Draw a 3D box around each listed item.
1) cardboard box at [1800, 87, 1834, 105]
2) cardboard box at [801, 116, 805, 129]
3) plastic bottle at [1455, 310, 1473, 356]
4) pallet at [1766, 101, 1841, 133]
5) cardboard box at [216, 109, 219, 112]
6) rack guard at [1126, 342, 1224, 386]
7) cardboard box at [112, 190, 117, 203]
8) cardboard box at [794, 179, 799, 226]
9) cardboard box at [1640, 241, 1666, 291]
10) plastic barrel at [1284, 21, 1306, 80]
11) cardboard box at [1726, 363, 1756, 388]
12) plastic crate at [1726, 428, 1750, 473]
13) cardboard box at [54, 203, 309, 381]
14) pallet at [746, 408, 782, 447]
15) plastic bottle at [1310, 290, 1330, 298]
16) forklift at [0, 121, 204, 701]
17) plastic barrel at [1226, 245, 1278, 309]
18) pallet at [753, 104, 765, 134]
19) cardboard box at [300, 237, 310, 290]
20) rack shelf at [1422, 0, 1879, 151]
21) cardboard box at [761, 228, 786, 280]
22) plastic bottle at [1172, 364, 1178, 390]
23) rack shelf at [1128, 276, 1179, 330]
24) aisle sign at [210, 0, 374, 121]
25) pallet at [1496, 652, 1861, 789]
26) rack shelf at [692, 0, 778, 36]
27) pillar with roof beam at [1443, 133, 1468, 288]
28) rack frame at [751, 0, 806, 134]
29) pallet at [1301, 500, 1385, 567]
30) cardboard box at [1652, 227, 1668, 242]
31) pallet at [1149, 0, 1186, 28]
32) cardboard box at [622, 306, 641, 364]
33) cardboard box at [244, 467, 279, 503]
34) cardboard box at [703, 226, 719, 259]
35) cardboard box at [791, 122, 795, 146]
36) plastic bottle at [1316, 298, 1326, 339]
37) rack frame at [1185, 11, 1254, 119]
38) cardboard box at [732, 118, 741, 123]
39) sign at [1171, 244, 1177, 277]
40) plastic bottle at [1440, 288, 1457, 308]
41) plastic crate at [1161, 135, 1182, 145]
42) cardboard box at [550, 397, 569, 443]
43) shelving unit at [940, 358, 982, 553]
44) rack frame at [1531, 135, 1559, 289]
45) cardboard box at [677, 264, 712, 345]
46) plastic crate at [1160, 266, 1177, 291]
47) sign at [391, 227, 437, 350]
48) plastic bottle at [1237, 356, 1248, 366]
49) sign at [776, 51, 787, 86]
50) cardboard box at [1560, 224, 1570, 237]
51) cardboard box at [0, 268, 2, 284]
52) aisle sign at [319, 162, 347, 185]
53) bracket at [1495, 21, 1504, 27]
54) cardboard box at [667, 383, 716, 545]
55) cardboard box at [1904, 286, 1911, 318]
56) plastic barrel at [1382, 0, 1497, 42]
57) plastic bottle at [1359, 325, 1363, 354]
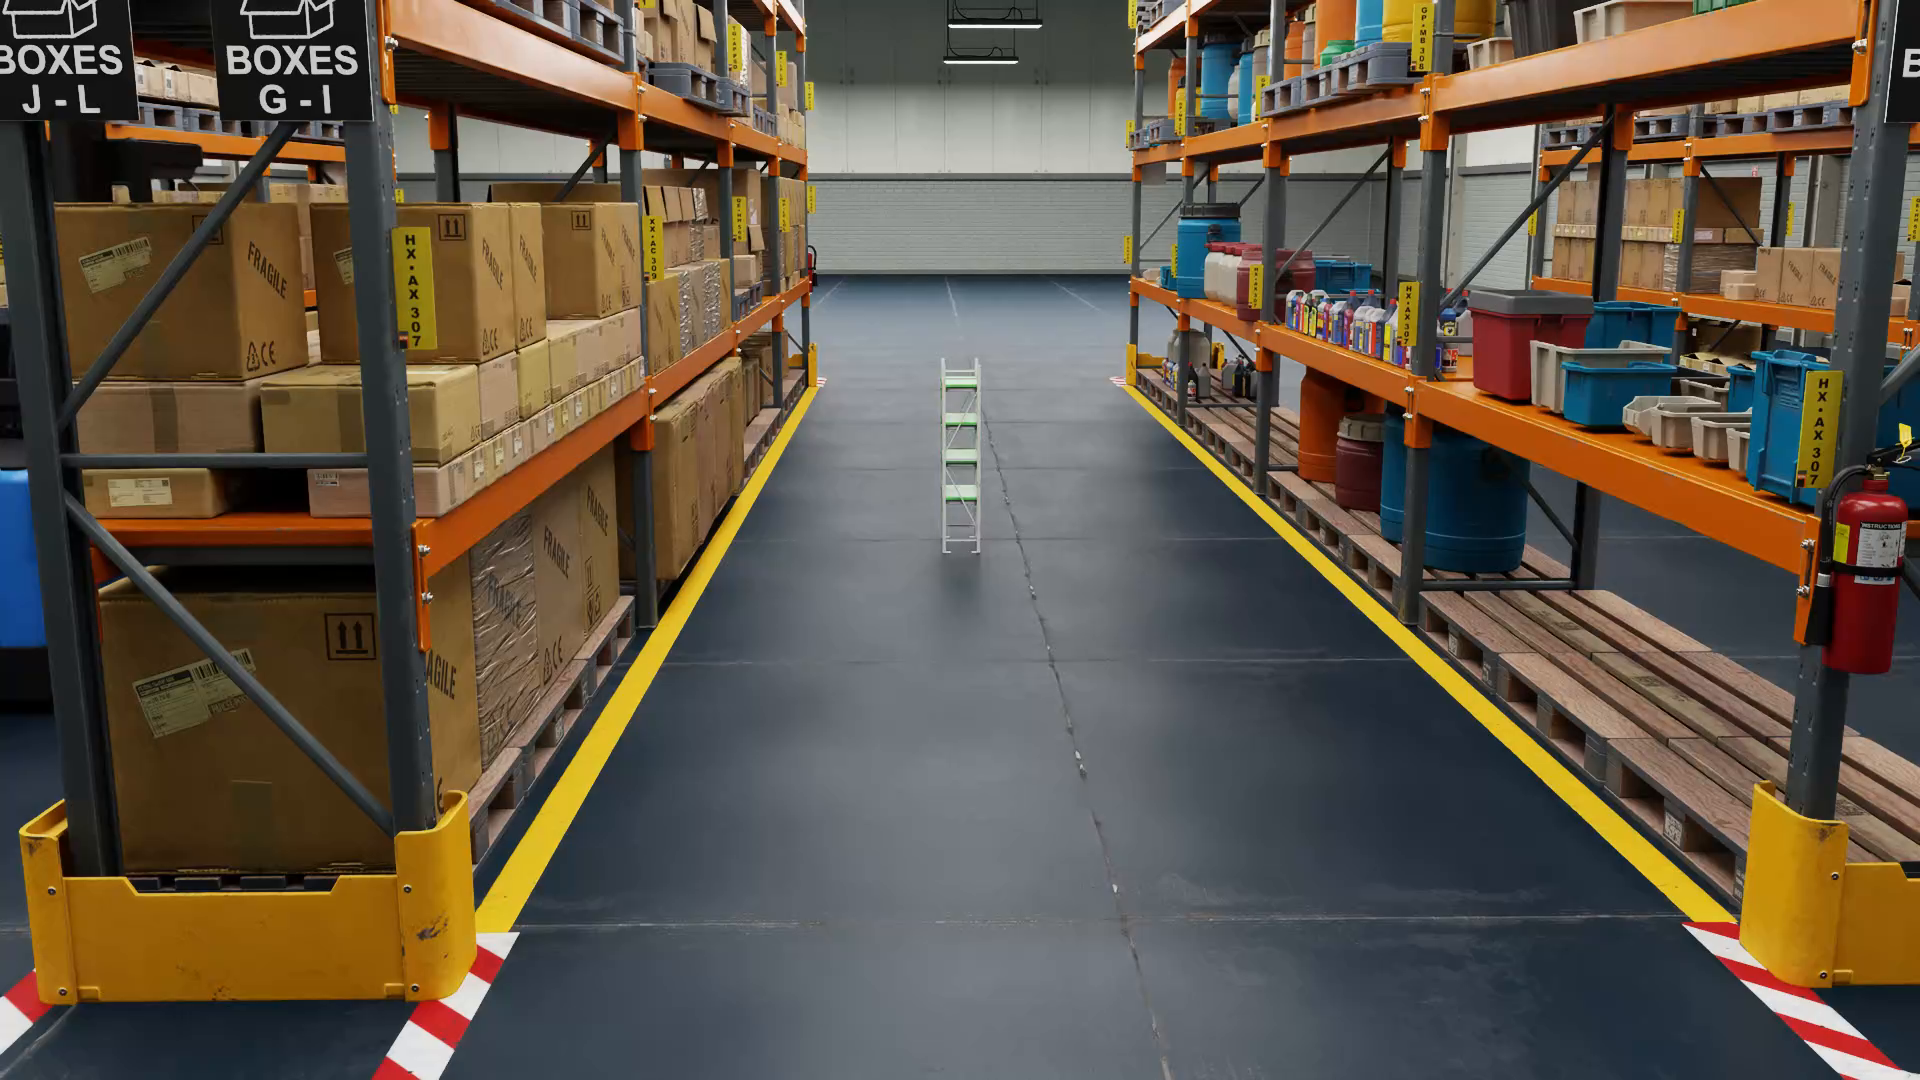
[{"bbox_3d":[7.615,-3.858,14.309,0.500,0.250,0.500,-1,12,-6],"label":"cardboard box"},{"bbox_3d":[-2.033,-4.929,19.642,0.380,0.149,0.250,0,11,-1],"label":"cardboard box"},{"bbox_3d":[3.050,-1.242,9.951,0.152,0.276,0.135,0,11,-1],"label":"plastic bottle"},{"bbox_3d":[7.590,-3.575,14.069,1.003,0.211,1.213,0,11,1],"label":"pallet"},{"bbox_3d":[-7.561,-4.319,16.582,0.380,0.149,0.250,0,11,0],"label":"cardboard box"},{"bbox_3d":[2.650,-2.172,20.506,1.175,0.500,0.348,0,11,-1],"label":"rack guard"},{"bbox_3d":[-7.157,-2.530,13.217,0.700,0.500,0.500,0,11,-2],"label":"cardboard box"},{"bbox_3d":[-2.068,-3.769,18.578,0.500,0.500,0.500,0,11,-1],"label":"cardboard box"},{"bbox_3d":[7.604,-2.878,17.450,0.700,0.500,0.500,0,11,-2],"label":"cardboard box"},{"bbox_3d":[2.953,-3.796,13.601,0.600,0.830,0.708,0,11,-1],"label":"plastic barrel"},{"bbox_3d":[7.413,-1.484,15.277,0.500,0.311,0.500,-1,11,-3],"label":"cardboard box"},{"bbox_3d":[2.734,-0.293,5.469,0.396,0.136,0.243,0,11,-1],"label":"plastic crate"},{"bbox_3d":[-2.293,-0.746,4.936,0.500,0.500,0.500,0,11,0],"label":"cardboard box"},{"bbox_3d":[-2.250,-1.075,15.826,1.003,0.211,1.213,0,11,-1],"label":"pallet"},{"bbox_3d":[2.605,-1.674,12.077,0.152,0.276,0.135,0,11,-1],"label":"plastic bottle"},{"bbox_3d":[-4.481,-0.964,8.440,1.130,2.935,3.031,0,11,-2],"label":"forklift"},{"bbox_3d":[2.509,-2.260,14.314,0.433,0.535,0.433,0,11,0],"label":"plastic barrel"},{"bbox_3d":[-2.337,-3.645,14.409,1.213,0.211,1.003,0,11,-1],"label":"pallet"},{"bbox_3d":[-7.282,-2.852,17.195,0.875,0.550,0.550,0,11,-1],"label":"cardboard box"},{"bbox_3d":[2.891,-1.746,6.387,1.077,0.370,4.000,0,11,-1],"label":"rack shelf"},{"bbox_3d":[-2.215,-2.881,16.714,0.875,0.500,0.500,0,11,-1],"label":"cardboard box"},{"bbox_3d":[2.373,-1.759,17.928,0.152,0.276,0.135,0,11,0],"label":"plastic bottle"},{"bbox_3d":[2.643,-2.661,18.443,1.077,0.370,4.000,0,11,-1],"label":"rack shelf"},{"bbox_3d":[-1.718,-1.472,4.231,0.394,0.787,0.004,0,11,-1],"label":"aisle sign"},{"bbox_3d":[2.932,0.729,6.932,1.003,0.211,1.213,0,11,-1],"label":"pallet"},{"bbox_3d":[-2.226,-4.590,13.867,1.077,0.370,4.000,0,11,-1],"label":"rack shelf"},{"bbox_3d":[8.586,-11.010,42.696,9.100,9.000,0.548,0,11,-1],"label":"pillar with roof beam"},{"bbox_3d":[-2.350,-6.331,19.634,1.000,3.000,0.127,0,11,-1],"label":"rack frame"},{"bbox_3d":[2.847,-0.056,10.806,1.003,0.211,1.213,0,11,-1],"label":"pallet"},{"bbox_3d":[7.406,-3.157,17.195,0.380,0.149,0.250,-1,11,-3],"label":"cardboard box"},{"bbox_3d":[2.611,-5.675,17.879,1.003,0.211,1.213,0,11,-1],"label":"pallet"},{"bbox_3d":[-1.831,-0.991,8.031,0.500,0.250,0.500,0,11,-2],"label":"cardboard box"},{"bbox_3d":[-2.363,-0.209,5.175,0.380,0.149,0.250,0,11,-1],"label":"cardboard box"},{"bbox_3d":[-2.348,-2.274,13.414,0.700,0.500,0.500,1,12,7],"label":"cardboard box"},{"bbox_3d":[-2.056,-4.392,17.996,0.500,0.250,0.500,0,11,-2],"label":"cardboard box"},{"bbox_3d":[2.445,-1.483,11.150,0.097,0.271,0.097,0,11,0],"label":"plastic bottle"},{"bbox_3d":[2.684,-5.557,15.815,1.000,3.000,0.127,0,11,-1],"label":"rack frame"},{"bbox_3d":[-1.940,-3.292,12.575,0.500,0.250,0.500,0,11,0],"label":"cardboard box"},{"bbox_3d":[2.134,-2.752,16.384,0.100,0.325,0.005,0,11,-1],"label":"sign"},{"bbox_3d":[3.187,-1.460,10.833,0.144,0.351,0.185,0,11,-1],"label":"plastic bottle"},{"bbox_3d":[2.247,-4.275,17.704,0.243,0.136,0.396,0,11,-1],"label":"plastic crate"},{"bbox_3d":[-1.730,-0.465,6.440,0.380,0.149,0.250,-1,11,-3],"label":"cardboard box"},{"bbox_3d":[0.003,-0.555,10.778,0.258,1.200,0.503,0,11,-1],"label":"shelving unit"},{"bbox_3d":[7.554,-3.431,20.428,1.000,3.000,0.127,0,11,-1],"label":"rack frame"},{"bbox_3d":[-1.909,-1.551,10.906,0.500,0.500,0.500,-1,11,-3],"label":"cardboard box"},{"bbox_3d":[2.390,-2.762,17.505,0.499,0.251,0.616,0,11,-1],"label":"plastic crate"},{"bbox_3d":[-1.465,-0.675,4.465,0.100,0.325,0.005,0,11,-1],"label":"sign"},{"bbox_3d":[3.070,-1.818,18.032,0.144,0.351,0.185,0,11,-2],"label":"plastic bottle"},{"bbox_3d":[-1.713,-4.516,15.937,0.100,0.325,0.005,0,11,-1],"label":"sign"},{"bbox_3d":[7.355,-3.667,19.706,0.380,0.149,0.250,-1,11,-3],"label":"cardboard box"},{"bbox_3d":[-6.661,-1.778,11.105,0.380,0.149,0.250,0,11,-1],"label":"cardboard box"},{"bbox_3d":[-7.613,-4.678,20.034,0.394,0.787,0.004,0,11,-1],"label":"aisle sign"},{"bbox_3d":[12.597,-12.196,39.486,0.076,0.066,4.783,0,11,-1],"label":"bracket"},{"bbox_3d":[-2.155,-0.475,10.145,1.225,0.875,0.875,-1,11,-3],"label":"cardboard box"},{"bbox_3d":[7.755,-1.870,12.955,0.500,0.311,0.500,0,11,2],"label":"cardboard box"},{"bbox_3d":[2.628,-2.975,9.105,0.600,0.588,0.600,0,11,0],"label":"plastic barrel"},{"bbox_3d":[2.468,-1.228,10.070,0.097,0.201,0.097,0,11,0],"label":"plastic bottle"}]
